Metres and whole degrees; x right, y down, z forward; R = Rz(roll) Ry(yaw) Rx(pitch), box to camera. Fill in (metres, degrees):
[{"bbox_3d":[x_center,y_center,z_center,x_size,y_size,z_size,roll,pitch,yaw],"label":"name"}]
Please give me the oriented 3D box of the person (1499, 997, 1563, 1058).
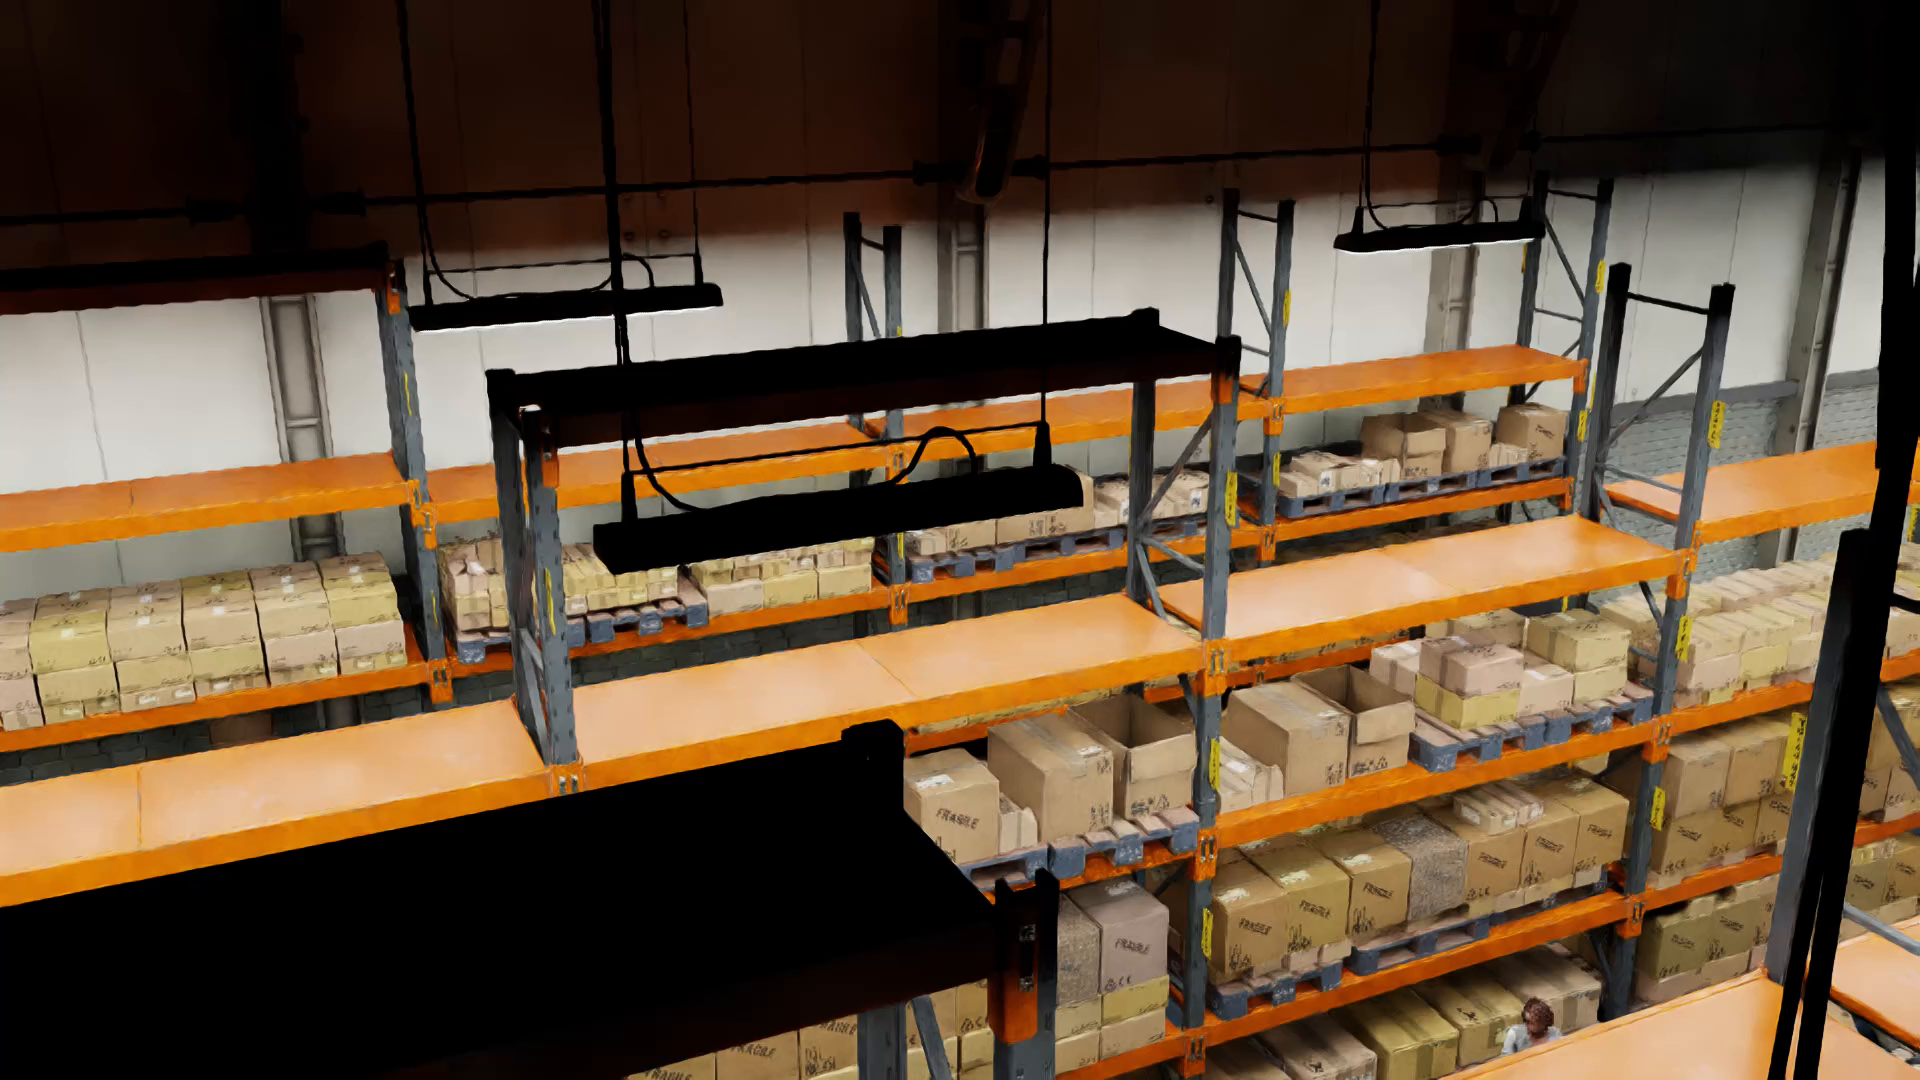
[{"bbox_3d":[3.802,3.774,11.165,0.522,1.591,0.522,0,19,0],"label":"person"}]
